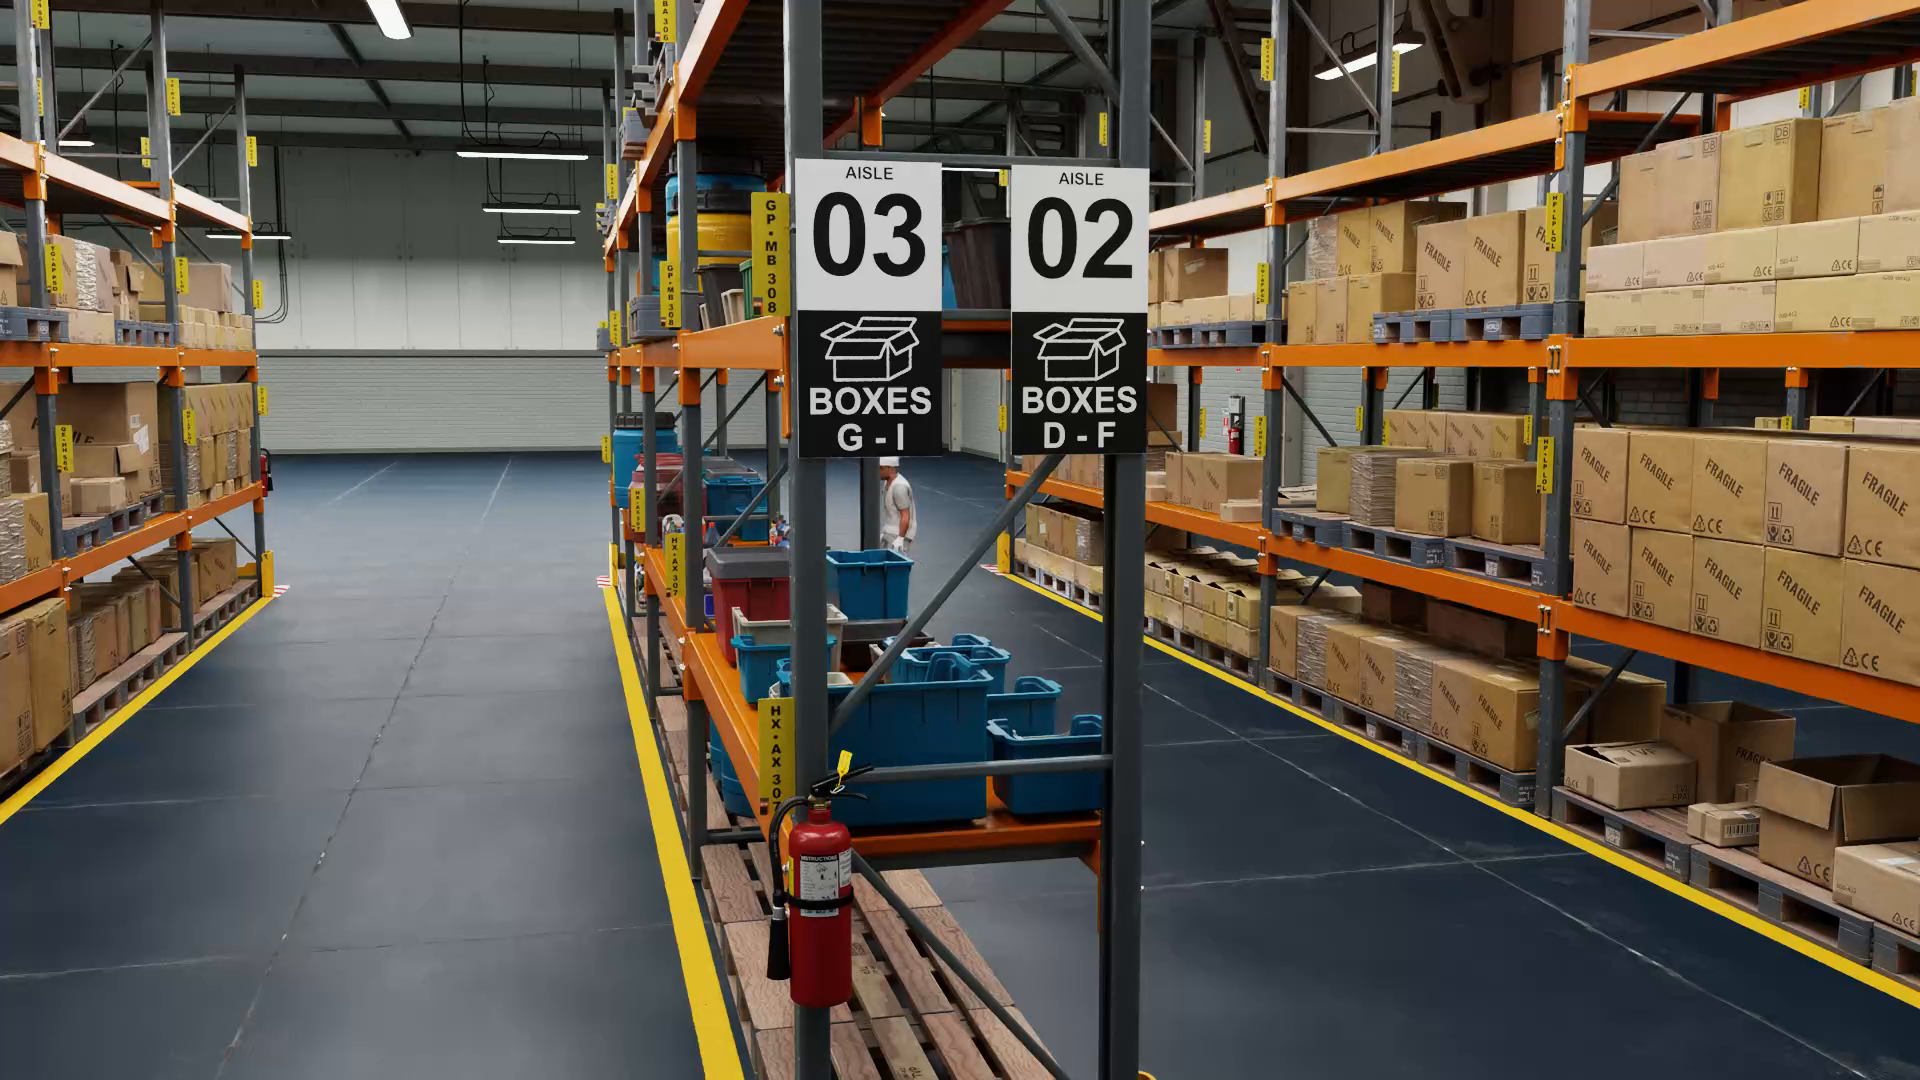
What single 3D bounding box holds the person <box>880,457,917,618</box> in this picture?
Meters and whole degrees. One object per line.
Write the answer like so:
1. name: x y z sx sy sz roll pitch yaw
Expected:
1. person: -0.681 -0.010 16.926 0.453 1.778 0.588 -2 6 -17
